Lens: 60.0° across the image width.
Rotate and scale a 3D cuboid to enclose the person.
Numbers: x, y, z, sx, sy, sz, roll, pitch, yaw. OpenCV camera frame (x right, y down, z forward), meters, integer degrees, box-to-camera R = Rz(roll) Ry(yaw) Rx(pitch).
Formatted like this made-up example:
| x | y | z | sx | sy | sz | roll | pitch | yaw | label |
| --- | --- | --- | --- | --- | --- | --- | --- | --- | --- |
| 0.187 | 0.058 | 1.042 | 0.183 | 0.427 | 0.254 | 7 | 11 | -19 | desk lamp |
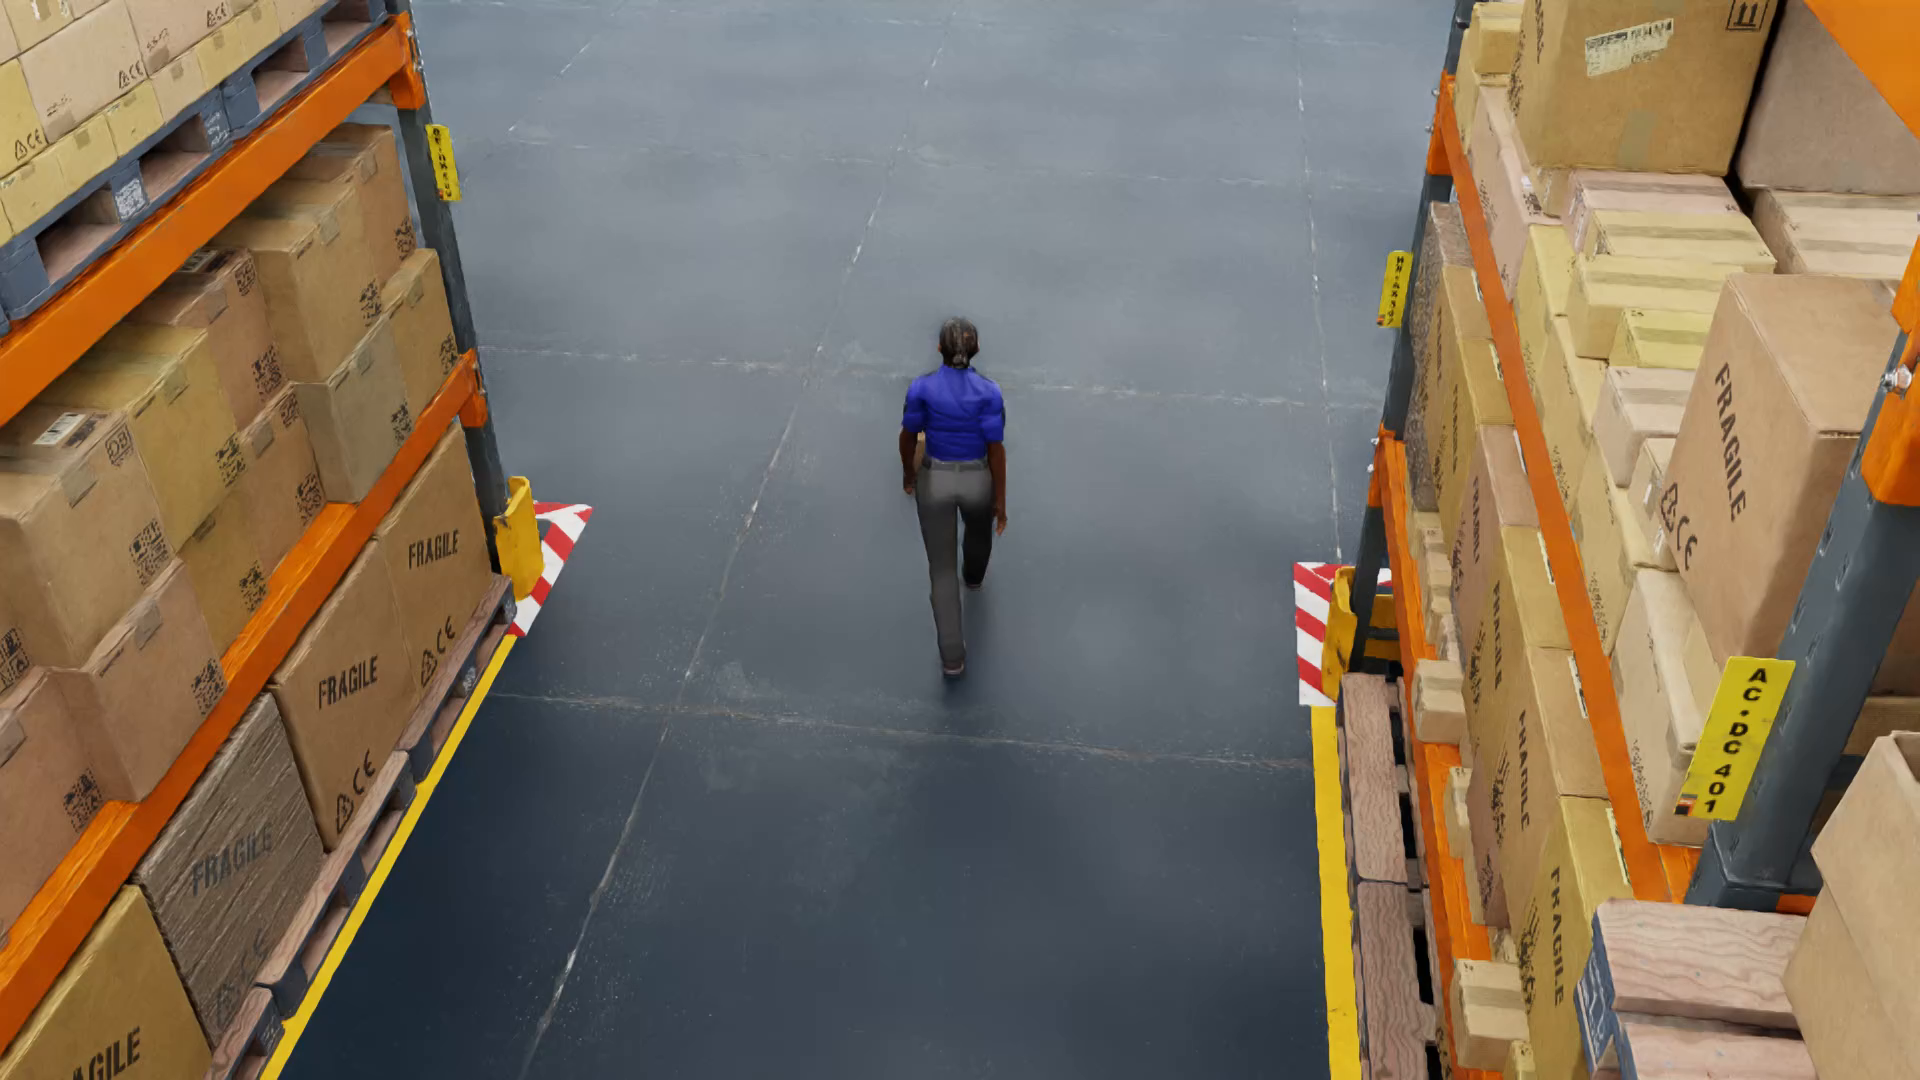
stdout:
| x | y | z | sx | sy | sz | roll | pitch | yaw | label |
| --- | --- | --- | --- | --- | --- | --- | --- | --- | --- |
| -0.033 | -0.296 | 7.442 | 0.468 | 1.597 | 0.928 | -1 | 36 | -1 | person |
